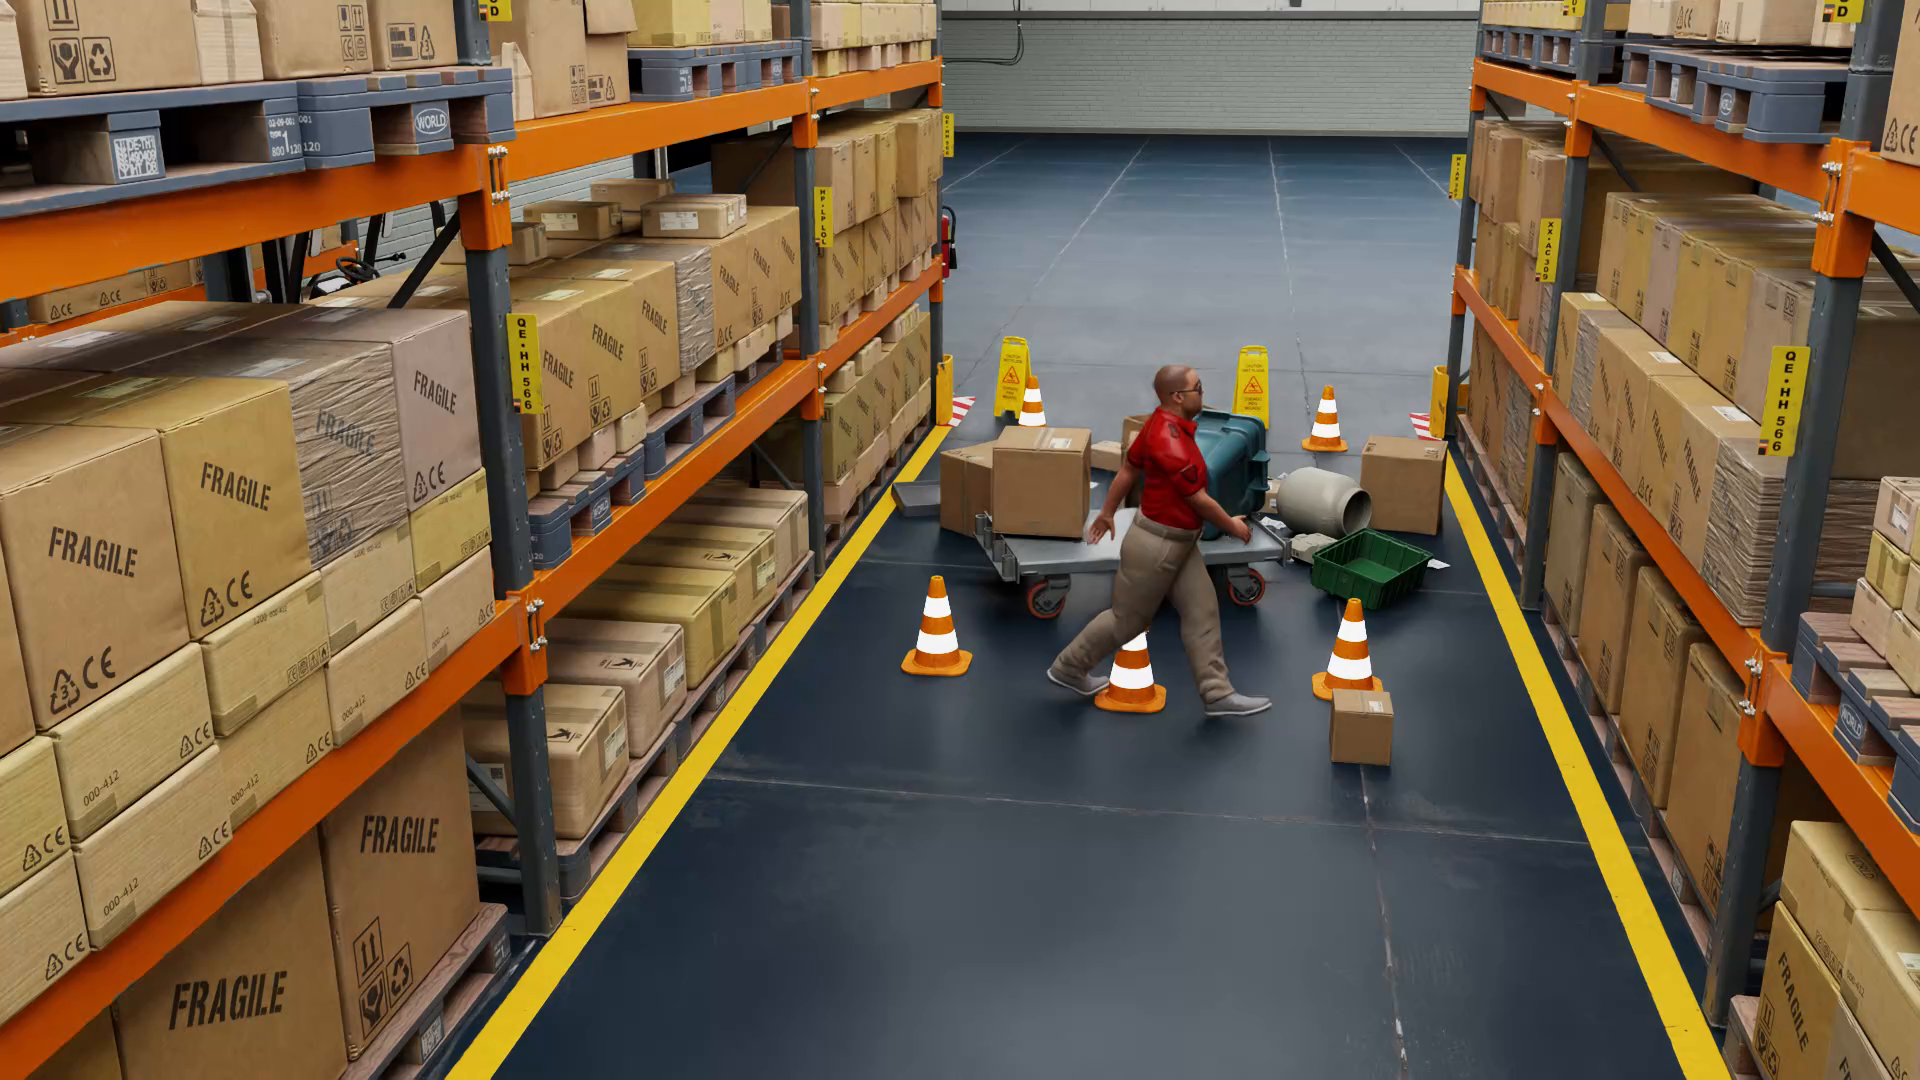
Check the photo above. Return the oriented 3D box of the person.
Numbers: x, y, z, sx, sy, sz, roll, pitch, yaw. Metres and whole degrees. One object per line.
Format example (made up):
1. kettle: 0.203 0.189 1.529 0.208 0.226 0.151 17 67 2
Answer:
1. person: 0.935 0.008 7.601 1.075 1.665 0.525 5 18 16
